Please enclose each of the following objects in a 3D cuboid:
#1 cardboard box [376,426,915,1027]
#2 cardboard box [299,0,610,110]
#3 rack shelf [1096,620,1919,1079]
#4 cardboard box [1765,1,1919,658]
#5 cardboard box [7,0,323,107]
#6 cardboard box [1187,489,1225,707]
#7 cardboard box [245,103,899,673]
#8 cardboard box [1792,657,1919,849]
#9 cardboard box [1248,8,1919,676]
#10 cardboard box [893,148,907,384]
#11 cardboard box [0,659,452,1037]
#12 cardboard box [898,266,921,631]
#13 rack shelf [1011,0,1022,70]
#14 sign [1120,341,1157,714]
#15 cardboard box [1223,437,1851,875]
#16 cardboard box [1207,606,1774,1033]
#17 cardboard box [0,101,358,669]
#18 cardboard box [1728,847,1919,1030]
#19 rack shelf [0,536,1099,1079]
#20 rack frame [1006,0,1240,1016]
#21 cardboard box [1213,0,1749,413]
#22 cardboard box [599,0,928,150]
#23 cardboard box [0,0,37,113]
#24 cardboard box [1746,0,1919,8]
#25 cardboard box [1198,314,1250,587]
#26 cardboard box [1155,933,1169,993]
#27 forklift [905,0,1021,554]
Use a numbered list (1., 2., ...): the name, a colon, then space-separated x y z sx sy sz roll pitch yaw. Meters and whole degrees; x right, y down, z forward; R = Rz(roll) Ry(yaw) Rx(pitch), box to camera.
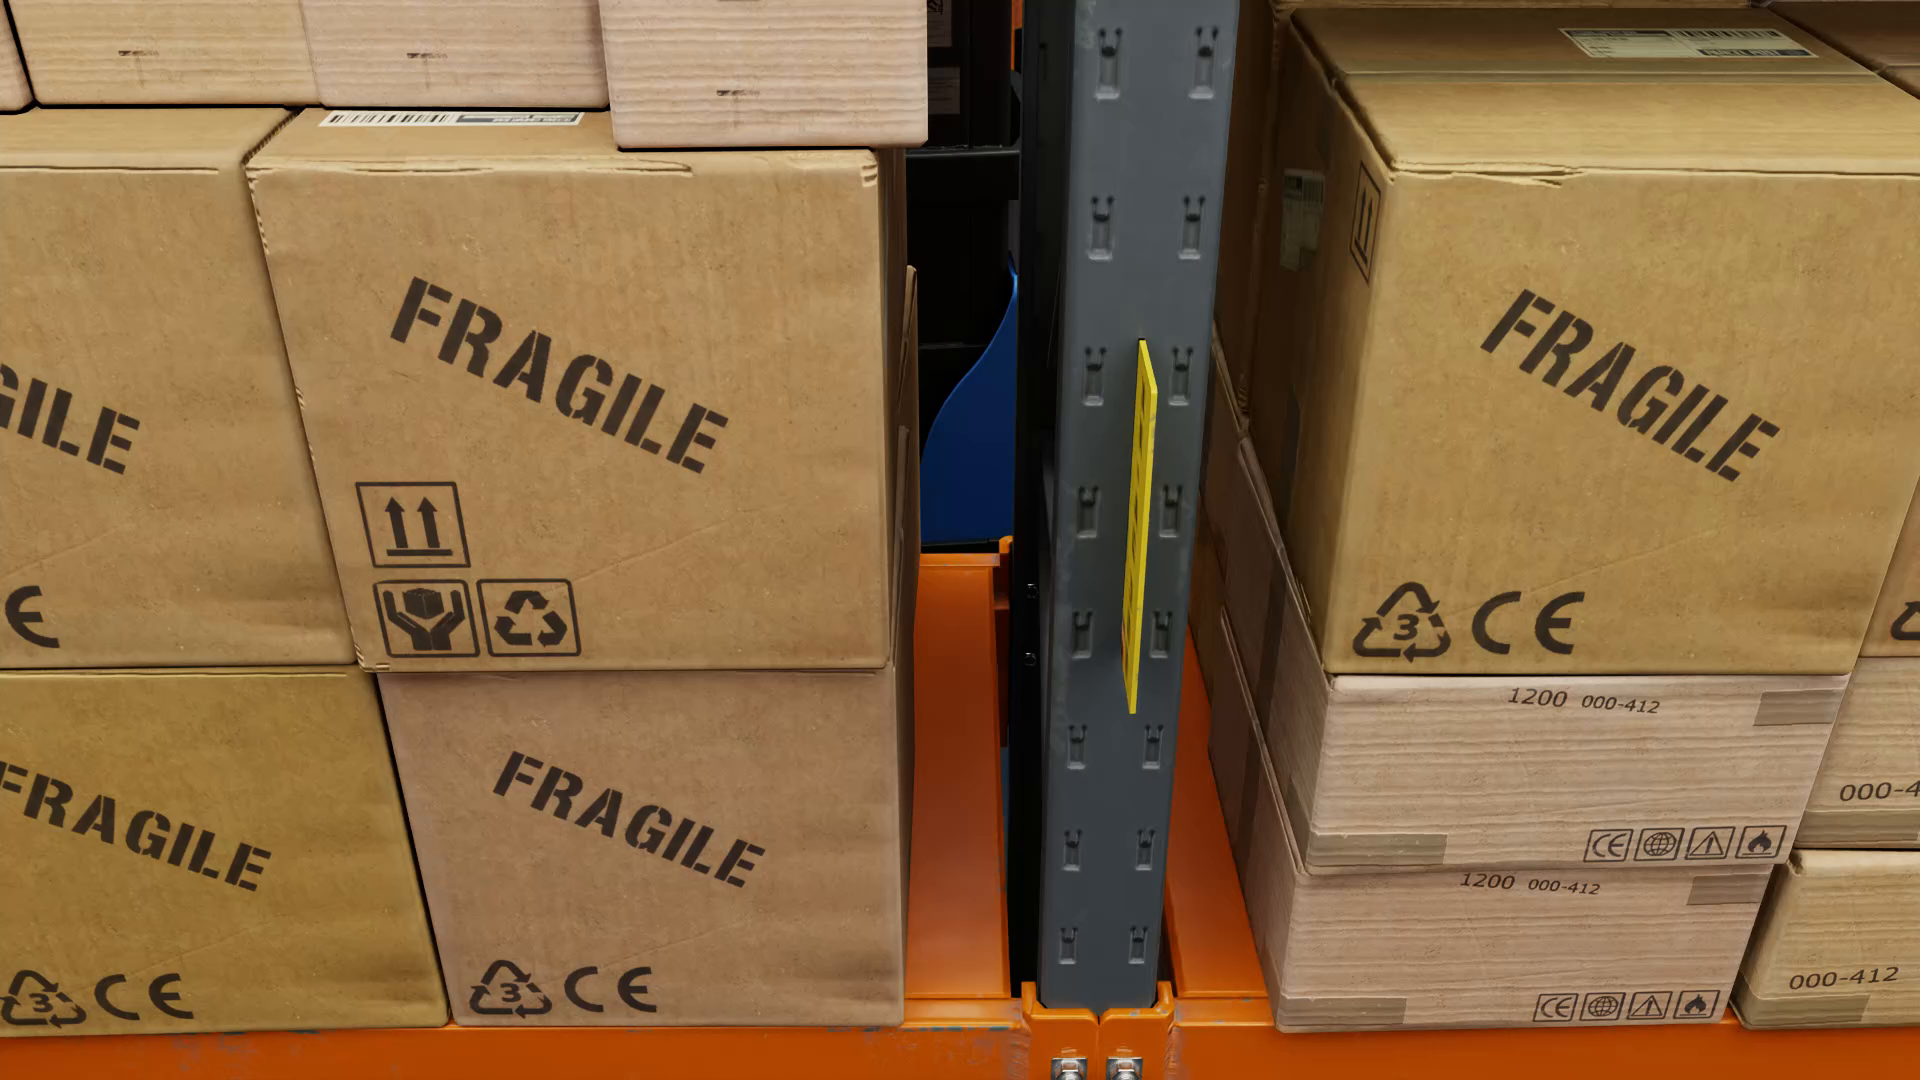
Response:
1. cardboard box: -0.312 0.201 1.930 0.500 0.500 0.500 0 31 0
2. cardboard box: -0.420 -0.527 1.541 0.250 0.149 0.380 1 31 1
3. rack shelf: 2.150 0.411 2.374 4.000 0.370 1.077 0 31 0
4. cardboard box: 1.101 -0.228 1.675 0.500 0.500 0.500 0 31 -1
5. cardboard box: -0.669 -0.531 1.548 0.250 0.149 0.380 0 31 0
6. cardboard box: 0.598 0.042 2.434 0.500 0.250 0.500 -1 31 -1
7. cardboard box: -0.320 -0.216 1.653 0.500 0.500 0.500 0 31 -1
8. cardboard box: 1.113 0.089 1.874 0.500 0.250 0.500 0 31 0
9. cardboard box: 0.592 -0.213 1.648 0.500 0.500 0.500 0 31 0
10. cardboard box: -0.327 -0.484 2.096 0.500 0.500 0.500 0 31 0
11. cardboard box: -0.826 0.206 1.923 0.500 0.500 0.500 -1 31 -2
12. cardboard box: -0.320 -0.067 2.373 0.500 0.500 0.500 1 31 1
13. rack shelf: 2.117 -2.163 6.618 4.000 0.370 1.077 0 31 0
14. sign: 0.155 -0.006 1.457 0.005 0.325 0.100 0 31 0
15. cardboard box: 0.592 0.105 1.847 0.500 0.250 0.500 -1 31 -2
16. cardboard box: 0.592 0.310 1.993 0.500 0.250 0.500 -1 31 -1
17. cardboard box: -0.827 -0.218 1.658 0.500 0.500 0.500 -1 31 -1
18. cardboard box: 1.110 0.307 1.996 0.500 0.250 0.500 -1 31 -2
19. rack shelf: -1.849 0.424 2.353 4.000 0.370 1.077 0 31 0
20. rack frame: 0.150 0.108 2.180 0.053 2.616 0.949 0 31 0
21. cardboard box: 0.596 -0.492 2.109 0.500 0.500 0.500 1 31 1
22. cardboard box: -0.156 -0.472 1.450 0.250 0.149 0.380 -1 31 -1
23. cardboard box: -0.922 -0.521 1.532 0.250 0.149 0.380 0 31 -1
24. cardboard box: 1.113 -0.497 2.118 0.500 0.500 0.500 0 31 1
25. cardboard box: 0.590 -0.167 2.296 0.500 0.250 0.500 0 31 0
26. cardboard box: 0.770 0.795 2.691 0.875 0.875 0.875 1 31 1
27. forklift: -0.622 -1.217 4.431 3.031 2.935 1.130 -3 31 -5
